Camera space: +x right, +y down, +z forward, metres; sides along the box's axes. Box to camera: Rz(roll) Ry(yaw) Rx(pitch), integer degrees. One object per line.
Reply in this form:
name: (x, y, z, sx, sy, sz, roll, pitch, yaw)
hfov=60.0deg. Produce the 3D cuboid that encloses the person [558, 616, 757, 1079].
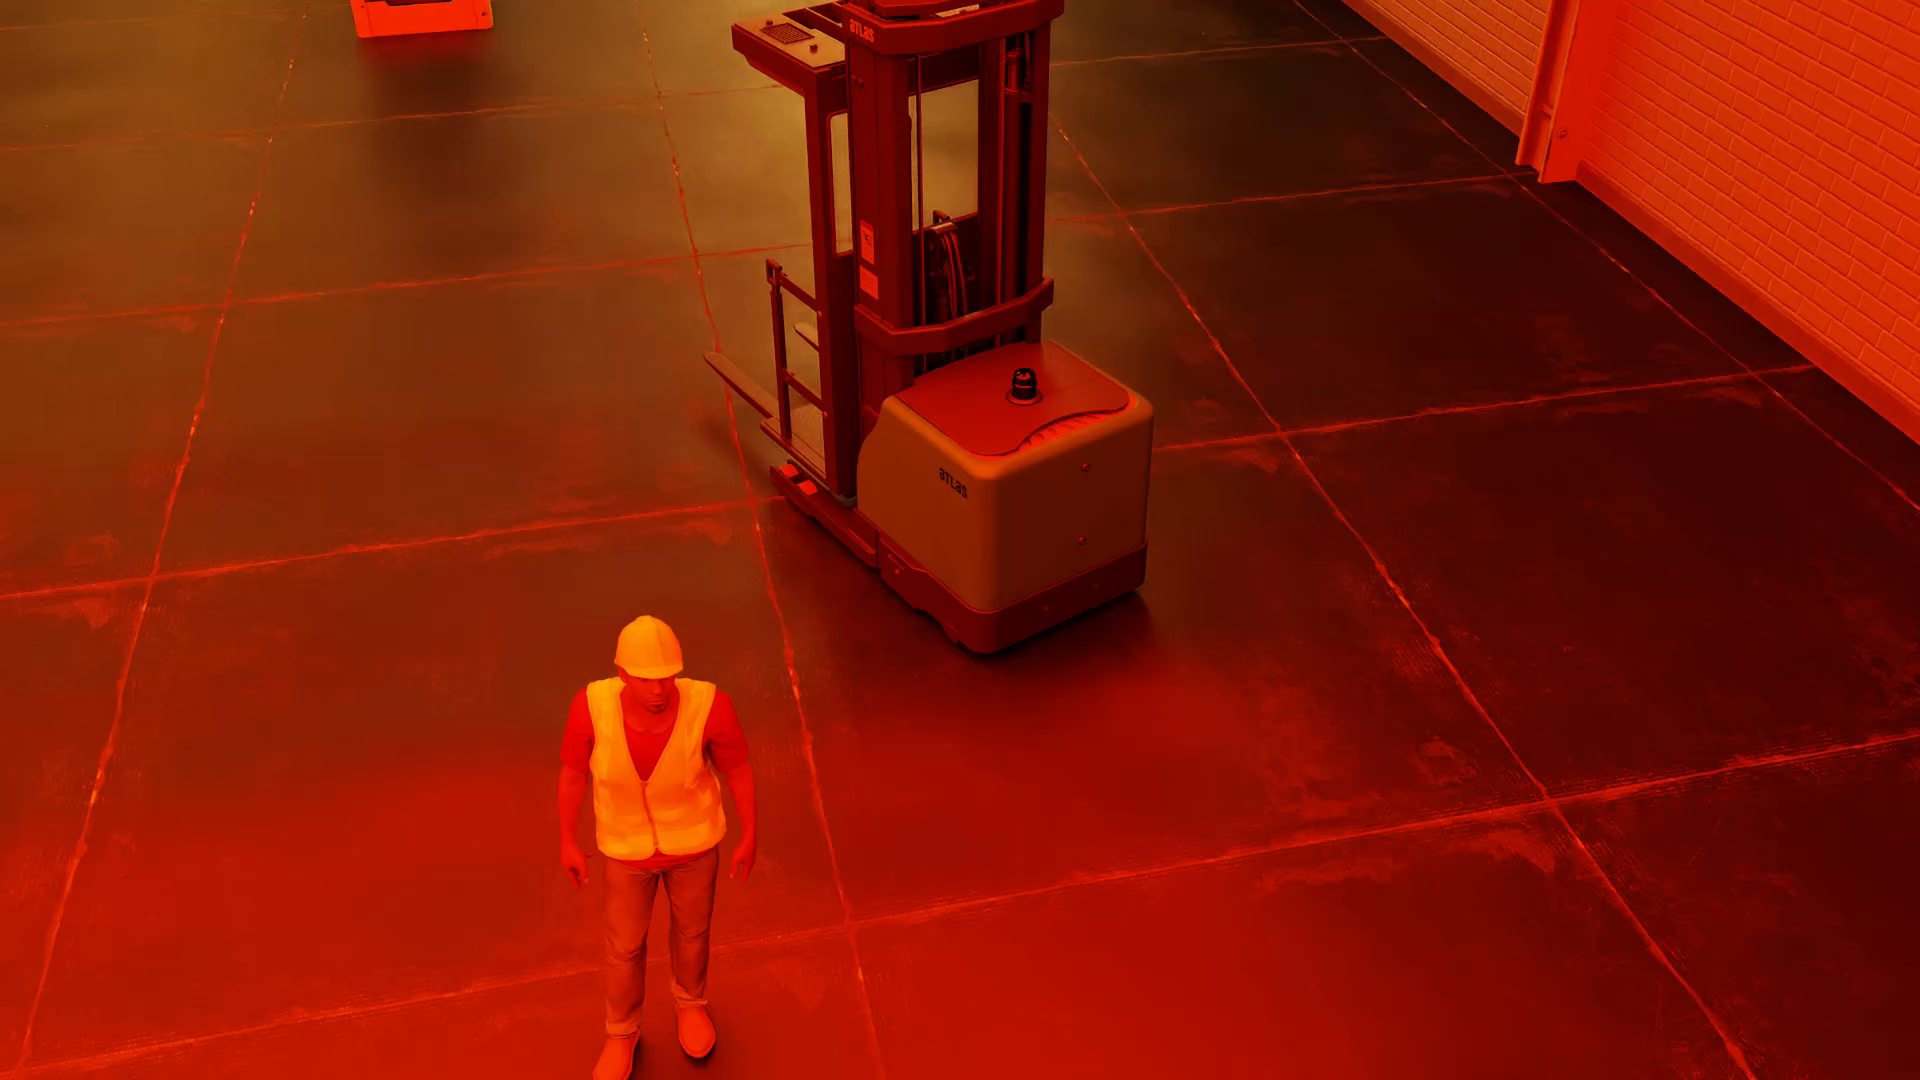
person: (-1.004, 1.056, 5.569, 0.666, 1.767, 0.575, -4, 36, -6)

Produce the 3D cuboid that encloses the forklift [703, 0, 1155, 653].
forklift: (-0.350, -1.480, 8.107, 1.130, 2.935, 3.031, -22, 41, -28)
